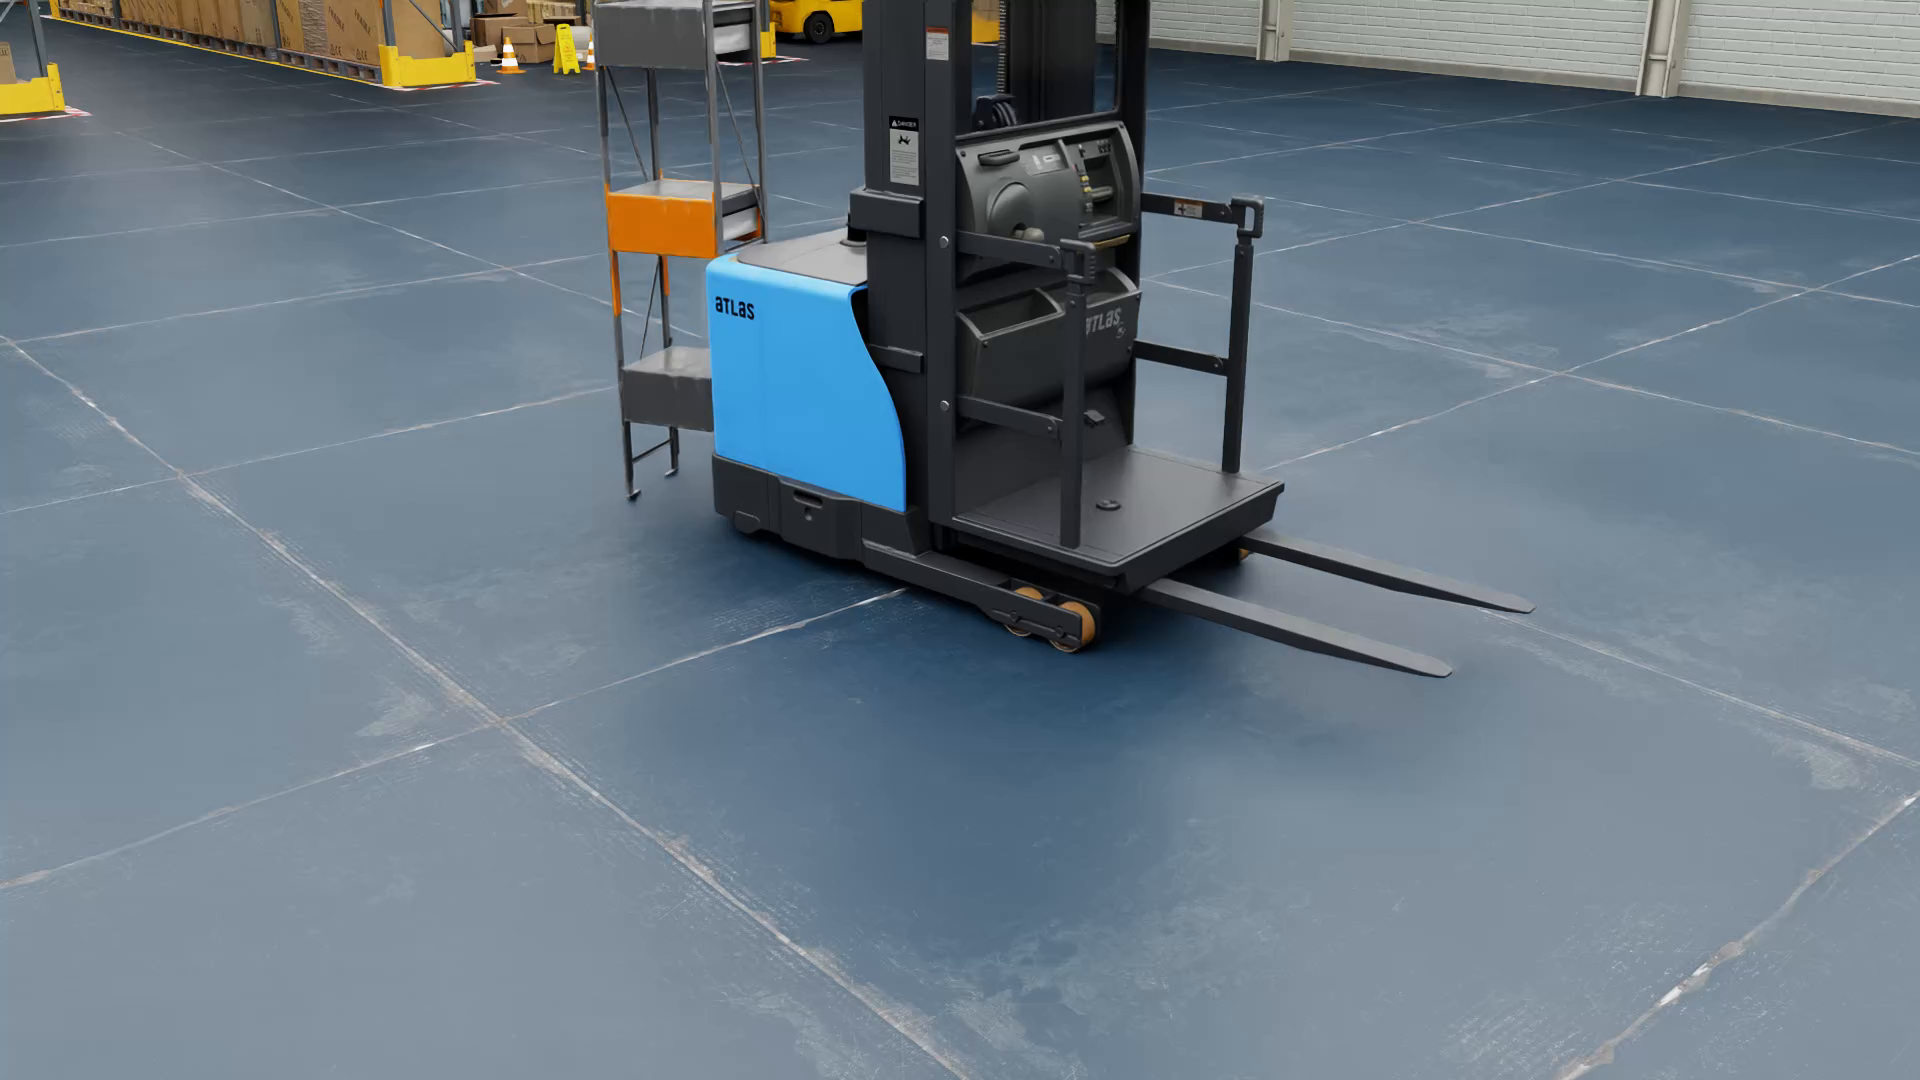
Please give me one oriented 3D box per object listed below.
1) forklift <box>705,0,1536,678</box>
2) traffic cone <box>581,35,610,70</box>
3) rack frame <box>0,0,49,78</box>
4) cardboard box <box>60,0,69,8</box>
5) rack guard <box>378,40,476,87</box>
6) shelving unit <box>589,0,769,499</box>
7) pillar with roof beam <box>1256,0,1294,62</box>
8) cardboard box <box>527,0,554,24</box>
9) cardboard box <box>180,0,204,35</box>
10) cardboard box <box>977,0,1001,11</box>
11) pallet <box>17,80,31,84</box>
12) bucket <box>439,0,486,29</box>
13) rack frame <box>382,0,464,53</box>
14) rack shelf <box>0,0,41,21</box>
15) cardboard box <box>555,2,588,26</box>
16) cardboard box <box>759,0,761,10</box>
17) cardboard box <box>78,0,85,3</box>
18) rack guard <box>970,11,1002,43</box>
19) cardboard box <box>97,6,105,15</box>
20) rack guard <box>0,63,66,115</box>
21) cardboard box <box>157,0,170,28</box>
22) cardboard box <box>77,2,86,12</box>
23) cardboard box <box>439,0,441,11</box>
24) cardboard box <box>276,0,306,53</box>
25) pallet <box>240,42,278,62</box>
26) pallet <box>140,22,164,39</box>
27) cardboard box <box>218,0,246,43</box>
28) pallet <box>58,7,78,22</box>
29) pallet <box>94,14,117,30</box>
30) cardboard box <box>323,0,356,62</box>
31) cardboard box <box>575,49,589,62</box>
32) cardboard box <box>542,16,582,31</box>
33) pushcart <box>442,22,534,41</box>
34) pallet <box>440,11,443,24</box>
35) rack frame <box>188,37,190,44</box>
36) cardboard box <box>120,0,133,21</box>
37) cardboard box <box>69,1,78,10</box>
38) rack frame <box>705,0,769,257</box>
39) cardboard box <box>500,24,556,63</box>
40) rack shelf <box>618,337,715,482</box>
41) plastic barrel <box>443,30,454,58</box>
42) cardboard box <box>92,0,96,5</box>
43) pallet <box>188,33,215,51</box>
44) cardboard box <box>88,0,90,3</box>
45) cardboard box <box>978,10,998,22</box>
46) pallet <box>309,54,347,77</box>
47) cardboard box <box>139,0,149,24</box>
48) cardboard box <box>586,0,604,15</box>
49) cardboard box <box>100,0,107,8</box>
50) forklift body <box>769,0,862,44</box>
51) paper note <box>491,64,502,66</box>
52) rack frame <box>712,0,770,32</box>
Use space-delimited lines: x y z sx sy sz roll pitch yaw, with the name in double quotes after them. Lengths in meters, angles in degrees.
0.476 -1.208 5.548 3.031 2.935 1.130 17 27 37 "forklift"
-5.136 -6.860 23.364 0.336 0.463 0.334 -17 27 -37 "traffic cone"
-10.767 -6.229 18.274 1.000 3.000 0.127 -17 27 -37 "rack frame"
-17.288 -10.449 32.382 0.380 0.149 0.250 -17 27 -36 "cardboard box"
-6.928 -6.211 21.656 1.175 0.500 0.348 -17 27 -37 "rack guard"
-1.079 -1.186 6.631 0.503 2.100 0.431 8 23 20 "shelving unit"
1.382 -10.288 20.412 9.100 9.000 0.400 -17 27 -37 "pillar with roof beam"
-7.142 -9.199 28.884 0.950 0.372 0.625 -16 27 -36 "cardboard box"
-11.836 -8.550 26.709 1.050 0.750 0.750 -18 28 -38 "cardboard box"
0.349 -9.098 28.108 0.500 0.250 0.500 -17 27 -36 "cardboard box"
-11.320 -5.184 19.430 1.003 0.211 1.213 -17 27 -37 "pallet"
-7.719 -8.181 25.664 0.726 0.611 0.620 -8 13 -19 "bucket"
-6.943 -7.381 21.217 1.000 3.000 0.127 -17 27 -37 "rack frame"
-12.072 -6.446 19.815 1.077 0.370 4.000 -17 27 -37 "rack shelf"
-6.215 -8.809 27.889 0.950 0.372 0.625 -17 27 -37 "cardboard box"
-3.455 -10.530 31.937 0.875 0.625 0.625 -19 28 -40 "cardboard box"
-16.547 -10.320 31.644 0.380 0.149 0.250 -19 28 -40 "cardboard box"
0.514 -8.600 27.755 1.175 0.500 0.348 -17 27 -37 "rack guard"
-15.618 -9.741 30.576 0.380 0.149 0.250 -19 28 -39 "cardboard box"
-10.817 -5.086 18.783 1.175 0.500 0.348 -17 27 -37 "rack guard"
-13.129 -8.887 27.913 0.500 0.500 0.500 -16 27 -35 "cardboard box"
-16.469 -10.095 31.479 0.380 0.149 0.250 -19 28 -40 "cardboard box"
-9.448 -10.462 31.420 0.875 0.875 0.875 -17 27 -37 "cardboard box"
-9.197 -7.502 23.863 0.875 0.875 0.875 -17 27 -37 "cardboard box"
-10.115 -7.383 25.045 1.003 0.211 1.213 -17 27 -37 "pallet"
-13.467 -8.846 28.781 1.003 0.211 1.213 -17 27 -37 "pallet"
-10.655 -8.052 25.438 1.050 0.750 0.750 -17 27 -37 "cardboard box"
-16.834 -10.250 32.364 1.003 0.211 1.213 -17 27 -37 "pallet"
-15.242 -9.576 30.642 1.003 0.211 1.213 -17 27 -37 "pallet"
-8.012 -7.002 22.585 0.875 0.875 0.875 -18 28 -38 "cardboard box"
-5.645 -7.141 24.513 0.380 0.149 0.250 -4 22 -10 "cardboard box"
-6.202 -7.910 25.991 0.500 0.500 0.500 0 21 -1 "cardboard box"
-7.565 -7.915 26.176 0.936 0.377 1.648 12 24 27 "pushcart"
-9.731 -10.072 31.911 1.003 0.211 1.213 -17 27 -37 "pallet"
-12.165 -9.592 26.860 1.000 3.000 0.127 -17 27 -37 "rack frame"
-14.495 -9.461 29.378 0.500 0.500 0.500 -16 27 -35 "cardboard box"
-16.804 -10.233 31.830 0.380 0.149 0.250 -17 27 -37 "cardboard box"
-0.852 -1.154 6.547 0.015 2.100 0.400 8 23 20 "rack frame"
-6.324 -7.308 24.452 0.637 0.503 0.797 3 22 9 "cardboard box"
-1.081 -0.521 6.888 0.480 0.518 0.431 8 23 20 "rack shelf"
-7.652 -7.339 24.640 0.512 0.421 0.421 0 21 -1 "plastic barrel"
-15.868 -10.015 30.866 0.380 0.149 0.250 -17 27 -36 "cardboard box"
-11.708 -8.057 26.767 1.003 0.211 1.213 -17 27 -37 "pallet"
-16.169 -10.177 31.281 0.380 0.149 0.250 -16 26 -35 "cardboard box"
0.326 -8.868 28.206 0.500 0.250 0.500 -17 27 -37 "cardboard box"
-8.317 -6.622 23.102 1.003 0.211 1.213 -17 27 -37 "pallet"
-13.796 -9.174 28.645 0.500 0.500 0.500 -17 27 -37 "cardboard box"
-5.690 -8.730 26.826 0.500 0.500 0.500 -16 26 -35 "cardboard box"
-15.409 -9.787 30.283 0.380 0.149 0.250 -19 28 -40 "cardboard box"
-2.121 -9.465 27.700 2.313 2.155 1.214 -17 27 -37 "forklift body"
-6.654 -6.824 23.867 0.144 0.017 0.142 -8 23 -19 "paper note"
-3.259 -8.588 24.297 1.000 3.000 0.127 -17 27 -37 "rack frame"
